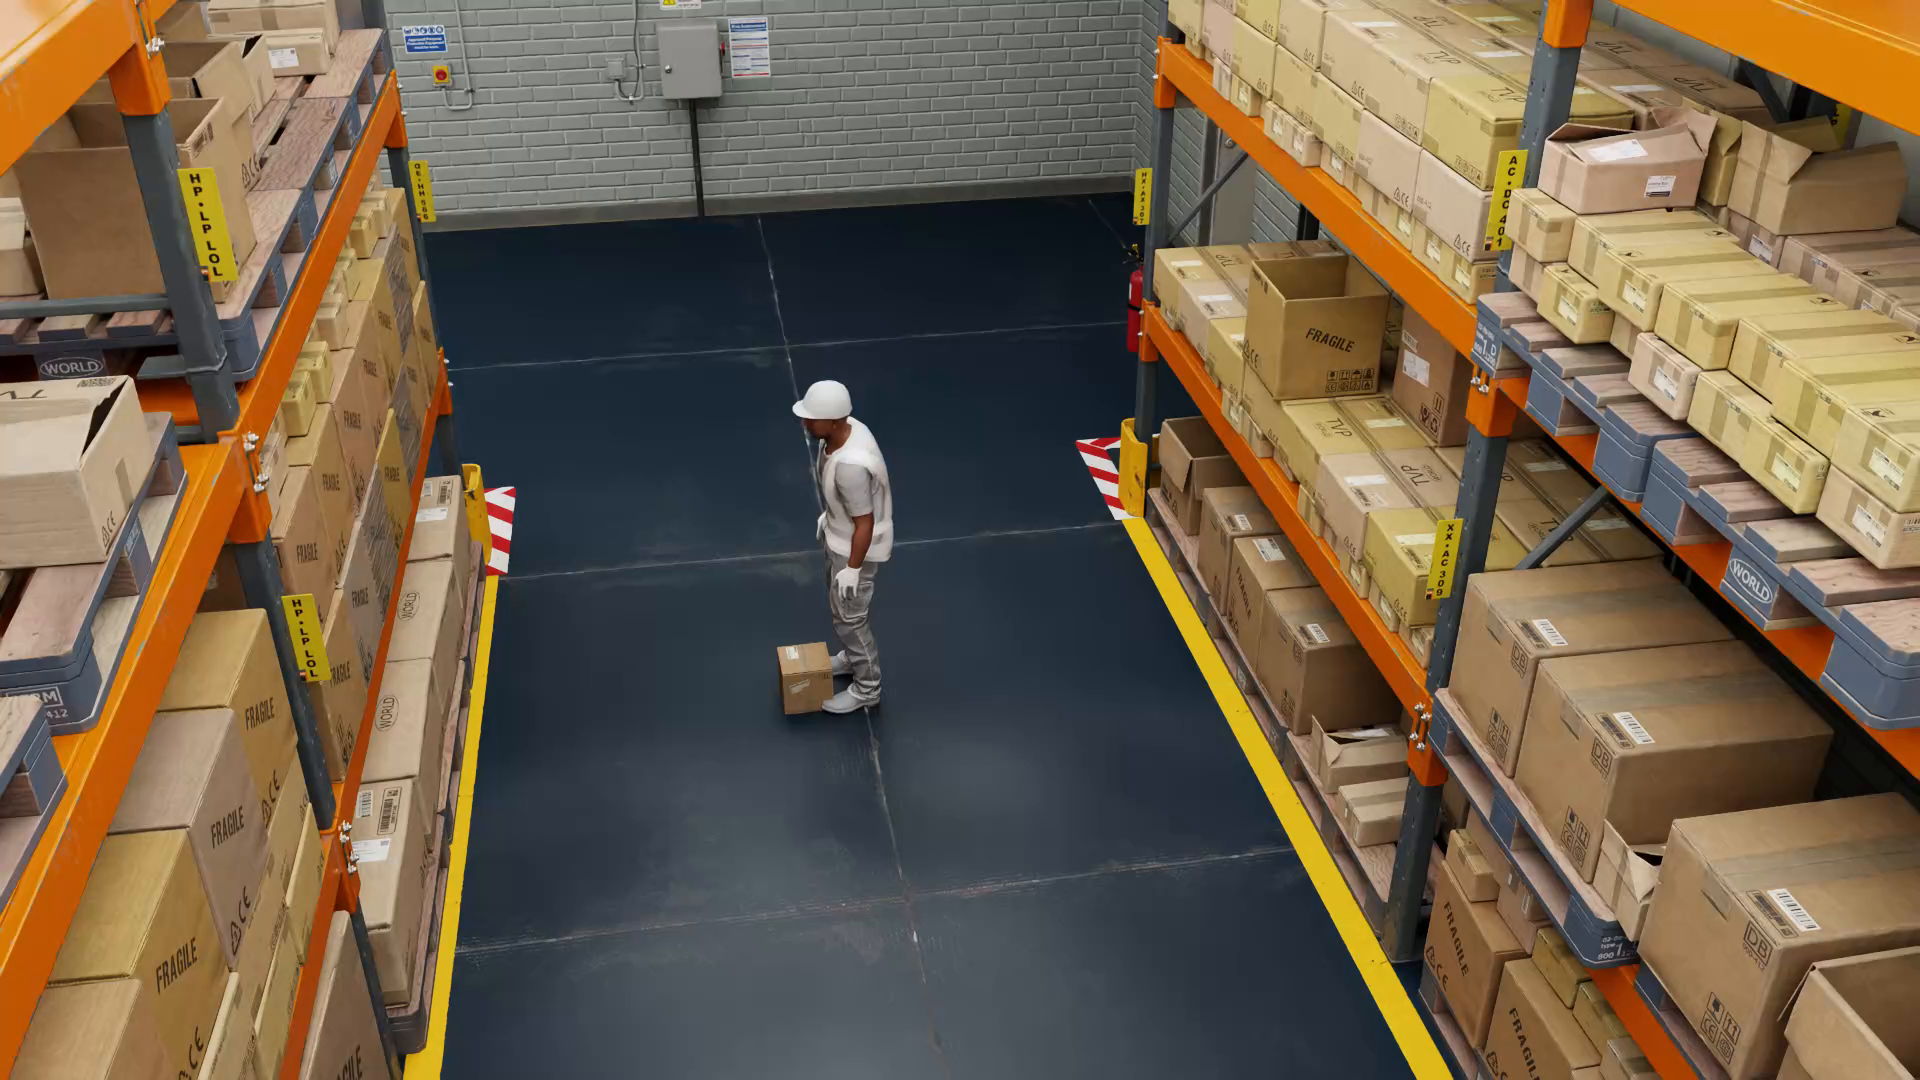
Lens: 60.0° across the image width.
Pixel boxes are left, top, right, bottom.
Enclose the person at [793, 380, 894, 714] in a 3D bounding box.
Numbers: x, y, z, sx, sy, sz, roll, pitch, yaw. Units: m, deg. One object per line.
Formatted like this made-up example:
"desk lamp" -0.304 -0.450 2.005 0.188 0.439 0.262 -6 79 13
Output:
"person" -0.556 0.022 8.089 0.445 1.775 0.632 -6 31 -11
